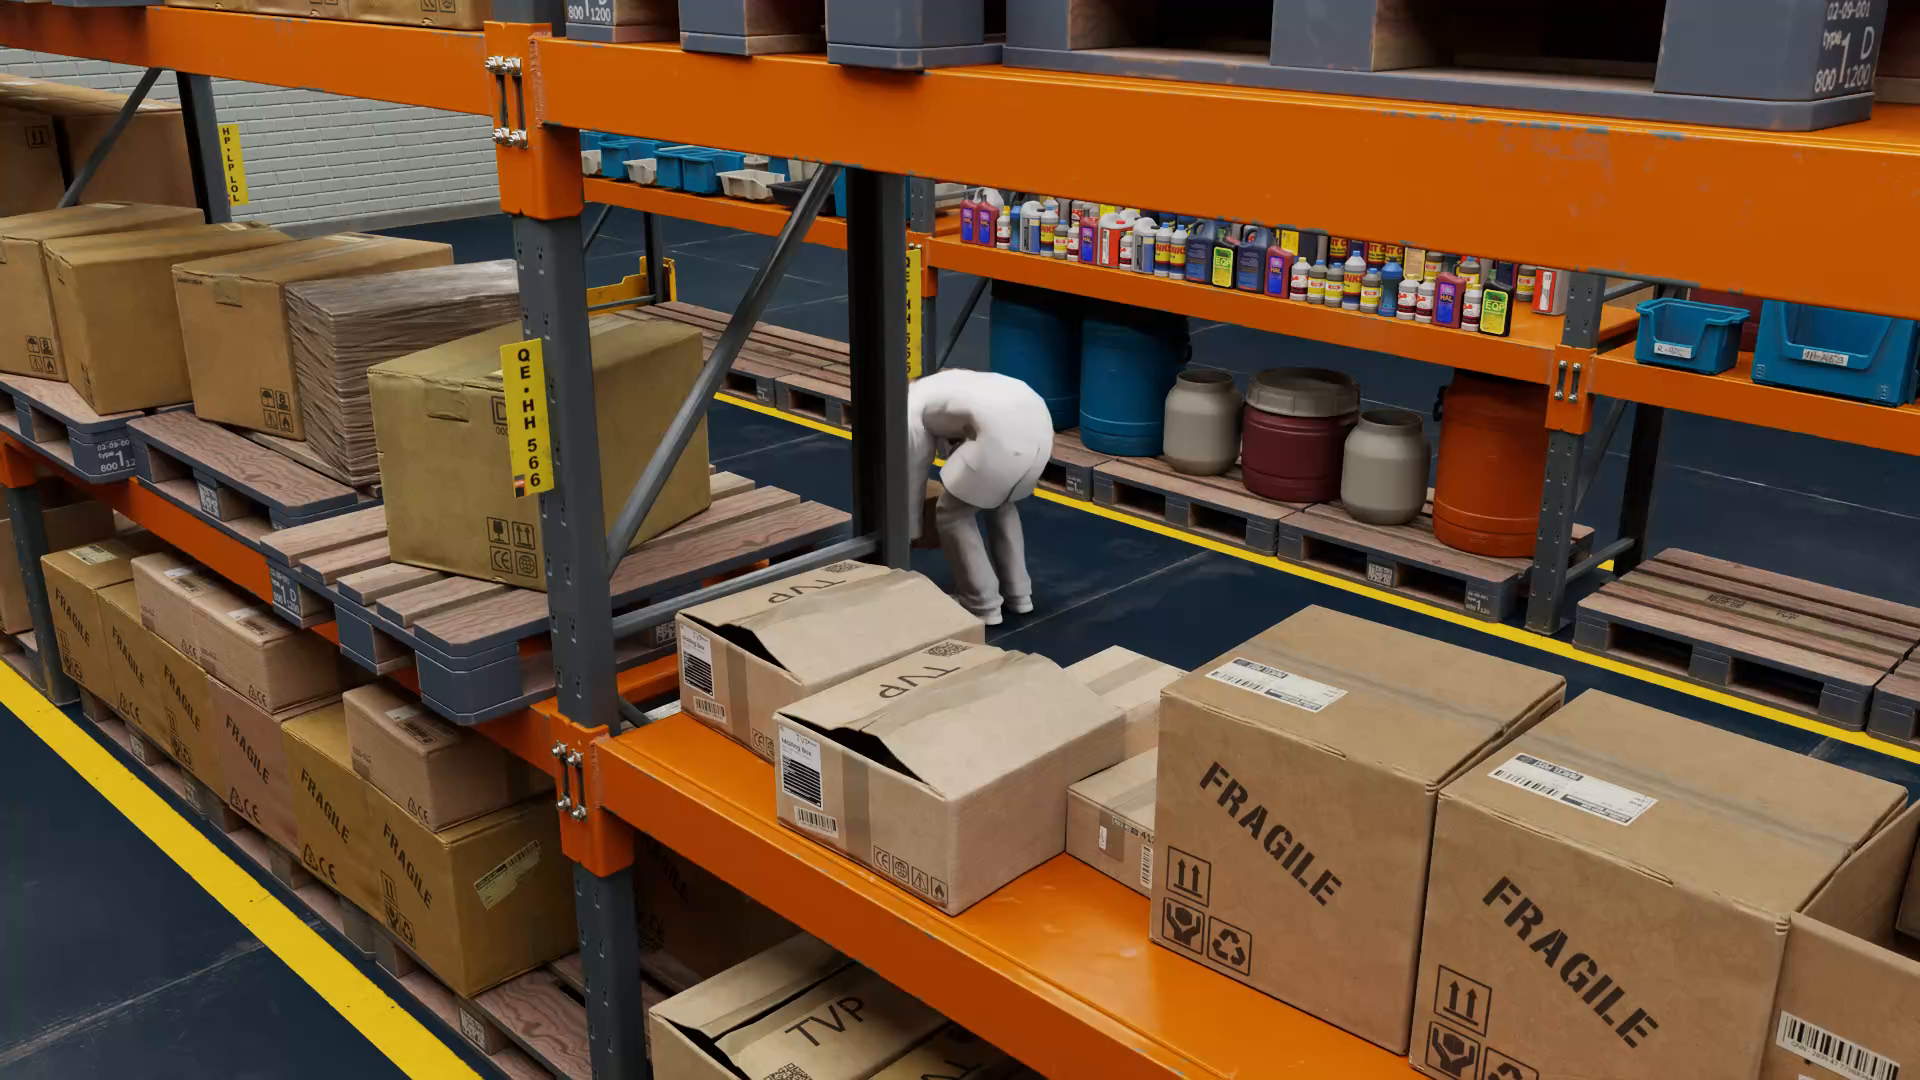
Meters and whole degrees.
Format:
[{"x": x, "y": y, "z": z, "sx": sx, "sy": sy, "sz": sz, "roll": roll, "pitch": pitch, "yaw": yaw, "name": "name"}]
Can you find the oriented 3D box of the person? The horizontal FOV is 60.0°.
[{"x": -0.003, "y": -0.227, "z": 7.680, "sx": 0.940, "sy": 1.107, "sz": 0.559, "roll": 17, "pitch": 26, "yaw": 39, "name": "person"}]
